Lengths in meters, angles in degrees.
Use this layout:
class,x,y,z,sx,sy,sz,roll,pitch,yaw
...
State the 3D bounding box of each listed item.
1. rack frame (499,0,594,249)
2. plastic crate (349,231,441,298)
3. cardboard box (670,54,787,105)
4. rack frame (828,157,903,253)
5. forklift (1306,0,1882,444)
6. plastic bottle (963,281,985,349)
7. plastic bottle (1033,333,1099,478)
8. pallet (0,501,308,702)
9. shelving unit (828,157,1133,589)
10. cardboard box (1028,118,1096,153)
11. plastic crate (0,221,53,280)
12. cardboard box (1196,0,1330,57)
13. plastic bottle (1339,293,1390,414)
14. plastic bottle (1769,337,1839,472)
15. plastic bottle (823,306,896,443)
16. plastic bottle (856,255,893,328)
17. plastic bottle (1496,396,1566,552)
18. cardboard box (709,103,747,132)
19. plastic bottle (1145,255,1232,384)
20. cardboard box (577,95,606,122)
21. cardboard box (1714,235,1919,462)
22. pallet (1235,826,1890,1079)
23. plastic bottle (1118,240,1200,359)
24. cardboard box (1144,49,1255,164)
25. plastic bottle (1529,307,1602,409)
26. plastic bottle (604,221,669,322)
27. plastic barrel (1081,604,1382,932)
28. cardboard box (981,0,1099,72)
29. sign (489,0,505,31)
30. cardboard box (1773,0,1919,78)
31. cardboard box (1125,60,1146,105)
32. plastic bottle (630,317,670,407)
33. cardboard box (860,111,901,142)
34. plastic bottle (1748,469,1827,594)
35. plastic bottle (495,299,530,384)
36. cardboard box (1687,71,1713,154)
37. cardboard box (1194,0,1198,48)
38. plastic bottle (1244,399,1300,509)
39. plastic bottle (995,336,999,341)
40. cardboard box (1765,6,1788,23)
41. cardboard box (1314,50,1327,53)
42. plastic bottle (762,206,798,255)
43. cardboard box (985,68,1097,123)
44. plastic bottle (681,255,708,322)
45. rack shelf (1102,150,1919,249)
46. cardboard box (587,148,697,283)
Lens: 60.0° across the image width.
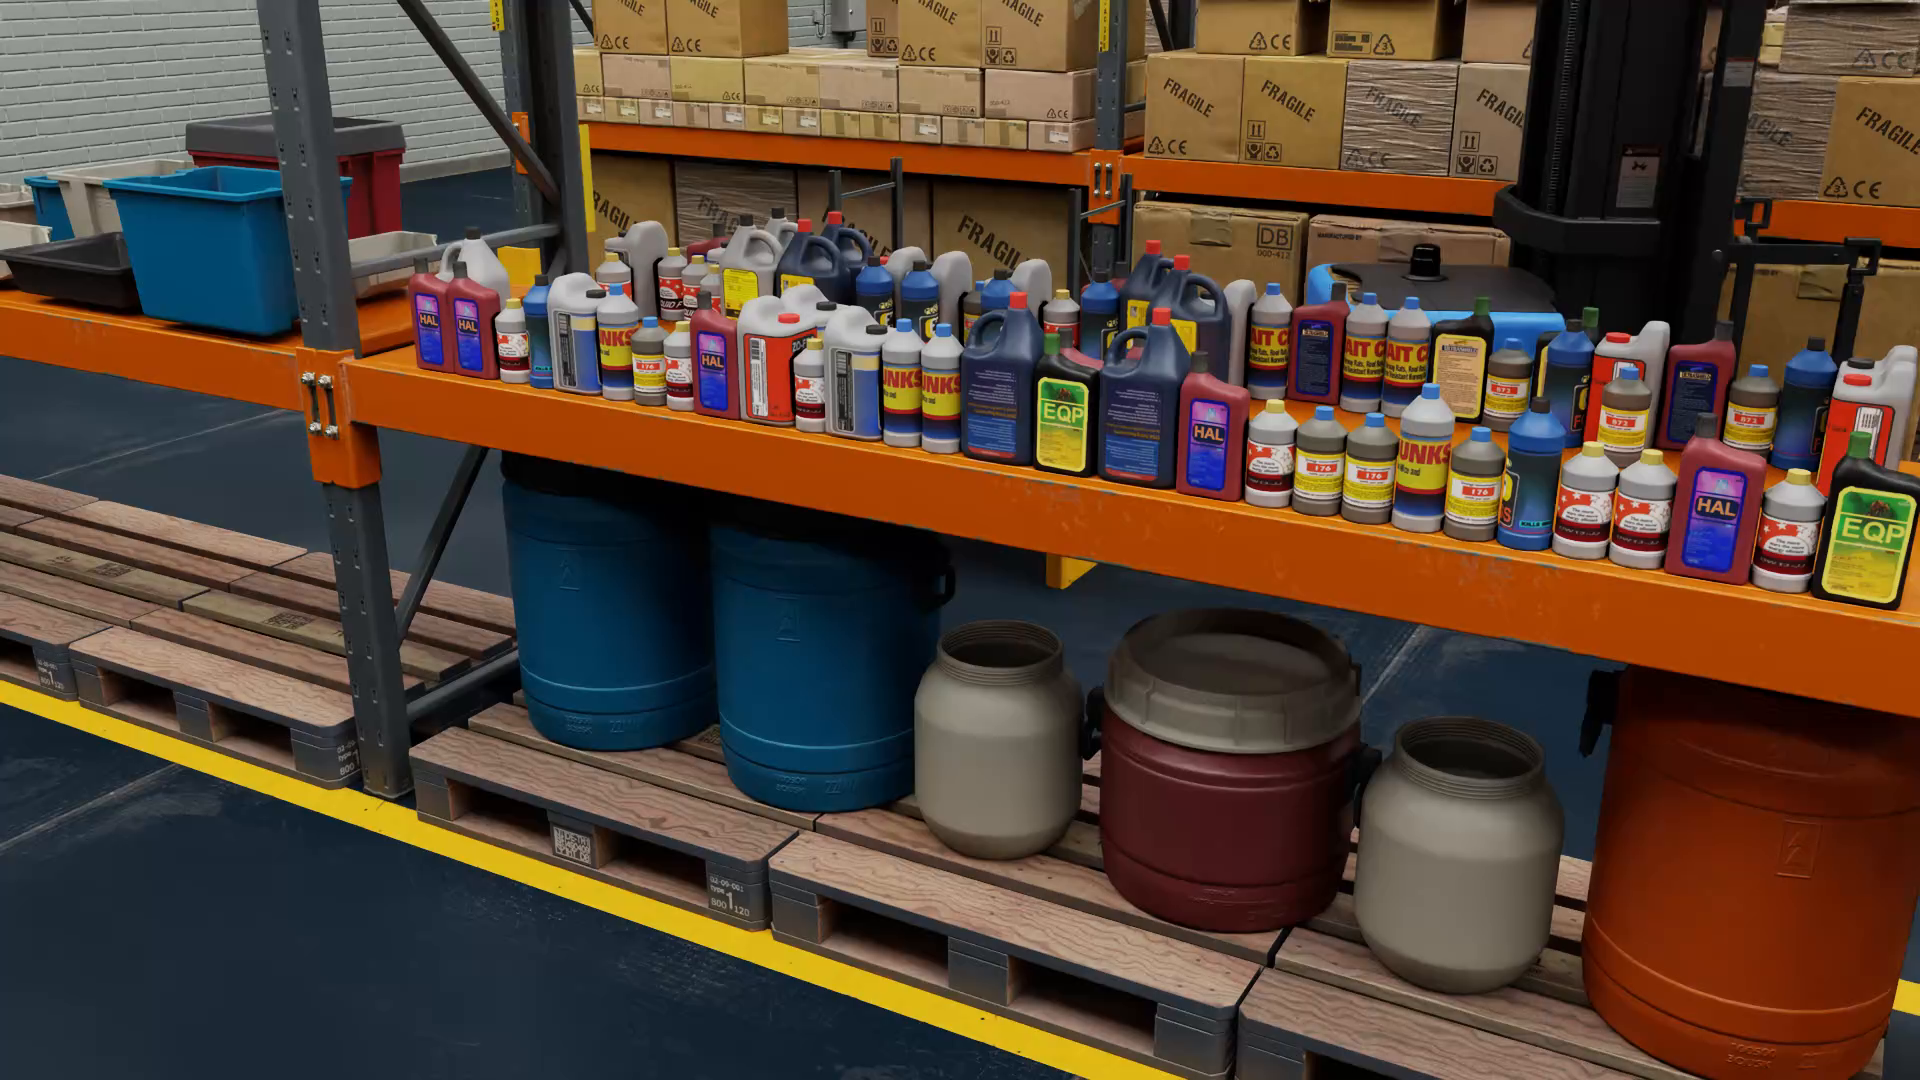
class,x,y,z,sx,sy,sz,roll,pitch,yaw
rack frame,-2.513,-2.953,10.607,0.127,3.000,1.000,11,23,27
plastic crate,-1.773,-0.837,5.074,0.243,0.136,0.396,11,23,27
cardboard box,-1.332,-2.693,9.674,0.500,0.250,0.500,10,22,26
rack frame,-0.369,-0.775,6.803,0.032,1.500,0.500,11,23,27
forklift,2.900,-1.318,6.201,3.031,2.935,1.130,2,20,4
plastic bottle,0.056,-0.572,4.336,0.097,0.201,0.097,0,20,0
plastic bottle,0.219,-0.276,3.400,0.133,0.283,0.061,11,23,27
pallet,-3.167,0.184,6.047,1.213,0.211,1.003,11,23,27
shelving unit,0.067,-0.692,6.574,1.083,1.500,0.587,11,23,27
cardboard box,0.553,-2.123,8.687,0.250,0.149,0.380,11,23,28
plastic crate,-3.103,-0.918,5.295,0.466,0.136,0.293,11,23,27
cardboard box,1.541,-2.703,8.299,0.637,0.503,0.797,10,22,26
plastic bottle,0.941,-0.437,3.859,0.097,0.271,0.097,0,20,0
plastic bottle,1.747,-0.283,3.436,0.097,0.271,0.097,0,20,0
plastic bottle,-0.207,-0.372,3.674,0.135,0.276,0.152,11,23,27
plastic bottle,-0.220,-0.599,4.305,0.097,0.271,0.097,0,20,0
plastic bottle,1.031,-0.123,2.995,0.097,0.271,0.097,0,20,0
cardboard box,-1.240,-2.464,9.629,0.250,0.149,0.380,11,22,27
plastic bottle,0.530,-0.484,3.872,0.185,0.351,0.144,11,23,27
cardboard box,-2.140,-2.635,10.100,0.250,0.149,0.380,10,22,27
cardboard box,3.879,-0.942,7.563,0.875,0.875,1.225,10,22,25
pallet,1.347,1.044,3.677,1.213,0.211,1.003,11,23,27
plastic bottle,0.487,-0.551,4.059,0.185,0.351,0.144,11,23,27
cardboard box,1.259,-2.184,8.340,0.500,0.500,0.500,11,23,27
plastic bottle,1.337,-0.374,3.669,0.133,0.283,0.061,11,23,27
plastic bottle,-0.935,-0.786,4.814,0.135,0.276,0.152,11,23,27
plastic barrel,0.634,0.524,3.942,0.708,0.588,0.600,11,23,27
cardboard box,0.447,-2.706,8.611,0.500,0.500,0.500,12,23,29
sign,-2.789,-3.233,9.993,0.005,0.325,0.100,11,23,27
cardboard box,3.841,-2.268,7.100,0.637,0.503,0.797,12,23,29
cardboard box,0.696,-2.513,9.178,0.500,0.250,0.500,10,22,26
plastic bottle,-0.726,-0.425,3.929,0.097,0.201,0.097,0,20,0
cardboard box,-0.346,-2.294,9.158,0.250,0.149,0.380,11,23,28
plastic bottle,1.402,-0.020,2.811,0.097,0.201,0.097,0,20,0
plastic bottle,-1.098,-0.496,4.125,0.097,0.201,0.097,0,20,0
cardboard box,3.032,-1.848,7.414,0.500,0.500,0.500,10,22,26
cardboard box,2.040,-4.100,13.188,0.500,0.500,0.500,11,23,27
plastic bottle,0.606,-0.171,3.230,0.097,0.201,0.097,0,20,0
plastic bottle,0.121,-0.353,3.628,0.097,0.271,0.097,0,20,0
cardboard box,5.437,-3.557,11.154,0.250,0.149,0.380,11,23,27
cardboard box,1.949,-2.254,8.533,0.500,0.500,0.500,12,23,29
plastic bottle,-0.475,-0.735,4.564,0.185,0.351,0.144,11,23,27
cardboard box,0.465,-2.352,8.735,0.500,0.250,0.500,10,22,26
plastic bottle,-0.733,-0.699,4.685,0.097,0.201,0.097,0,20,0
rack shelf,2.725,-1.617,7.979,4.000,0.370,1.077,11,23,27
cardboard box,-1.915,-2.069,10.670,0.875,0.875,0.875,11,23,27
